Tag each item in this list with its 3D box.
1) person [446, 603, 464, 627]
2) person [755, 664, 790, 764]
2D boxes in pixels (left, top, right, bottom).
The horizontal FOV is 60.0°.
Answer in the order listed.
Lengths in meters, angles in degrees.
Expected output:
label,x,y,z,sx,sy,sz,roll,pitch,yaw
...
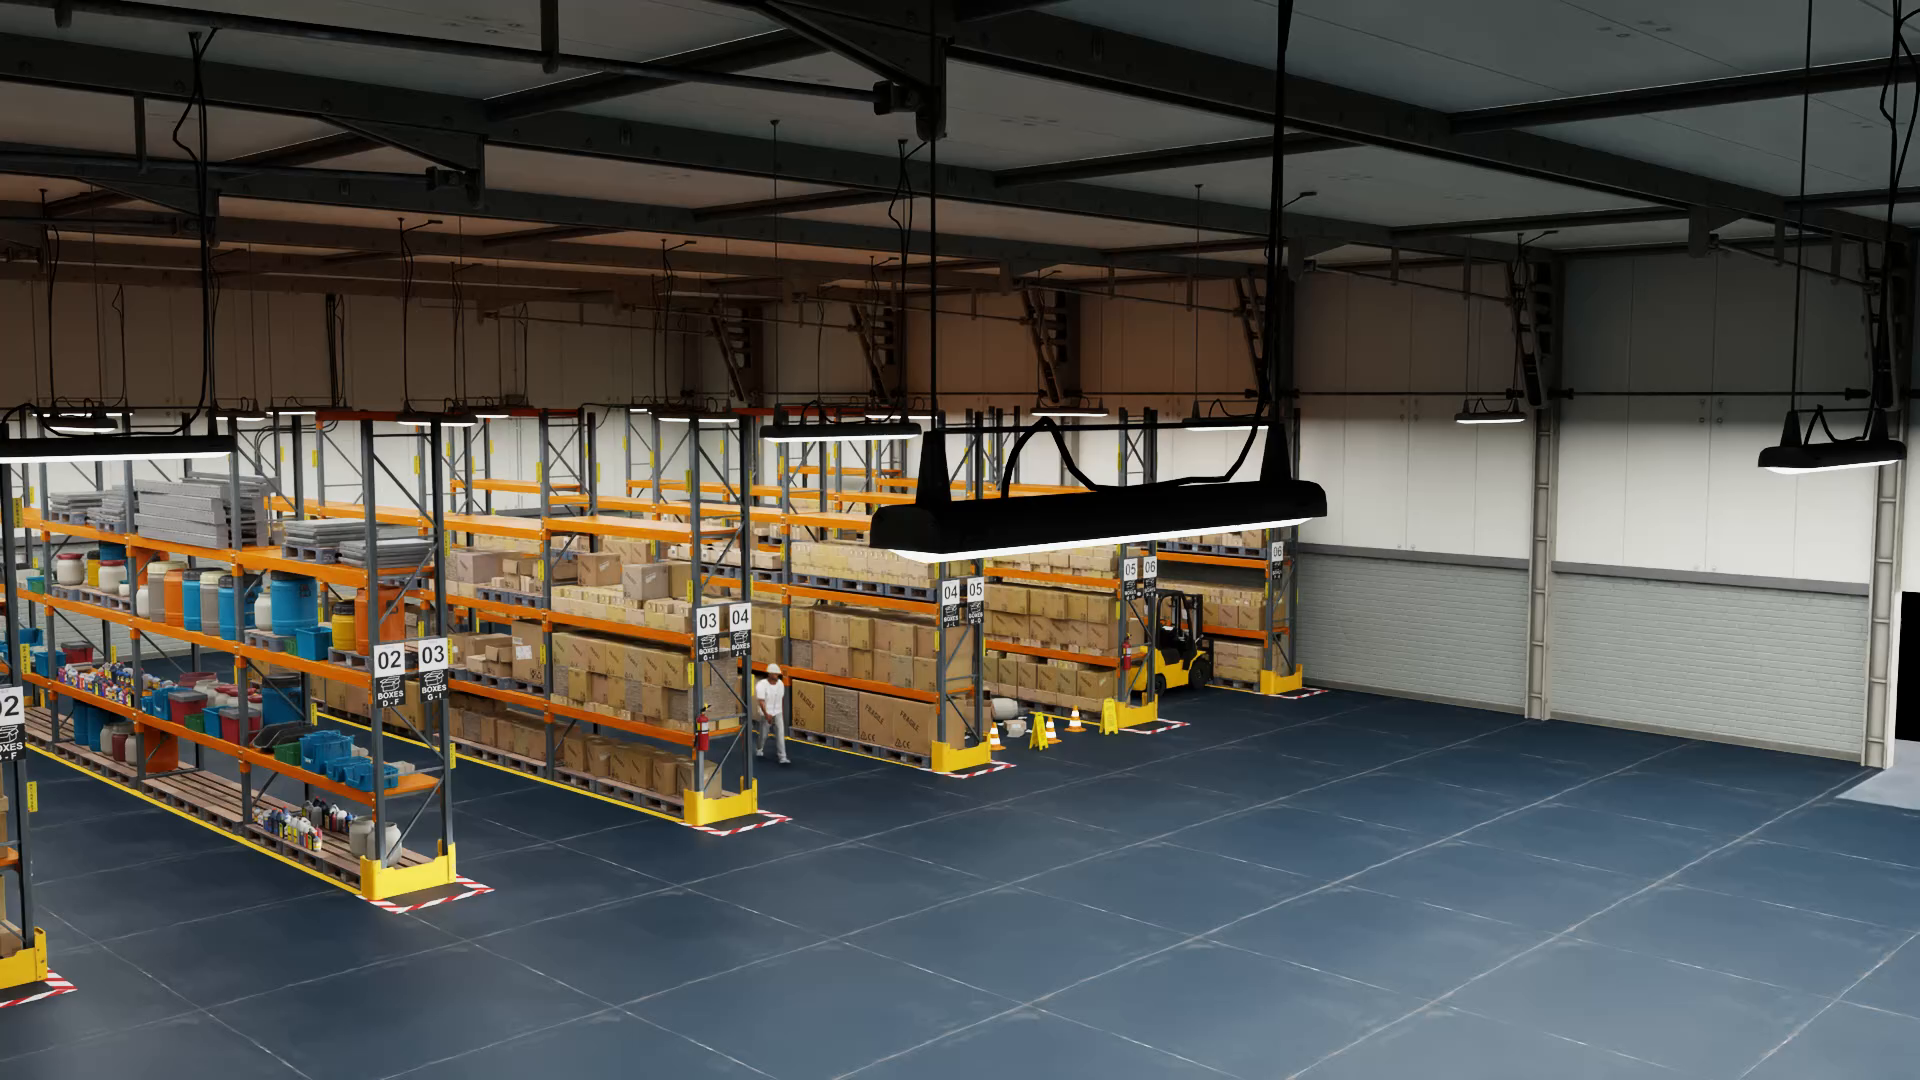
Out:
label,x,y,z,sx,sy,sz,roll,pitch,yaw
person,-12.250,1.922,40.061,0.577,1.748,1.113,3,6,30
person,-3.205,2.961,28.475,0.558,1.692,1.110,-3,6,-30
